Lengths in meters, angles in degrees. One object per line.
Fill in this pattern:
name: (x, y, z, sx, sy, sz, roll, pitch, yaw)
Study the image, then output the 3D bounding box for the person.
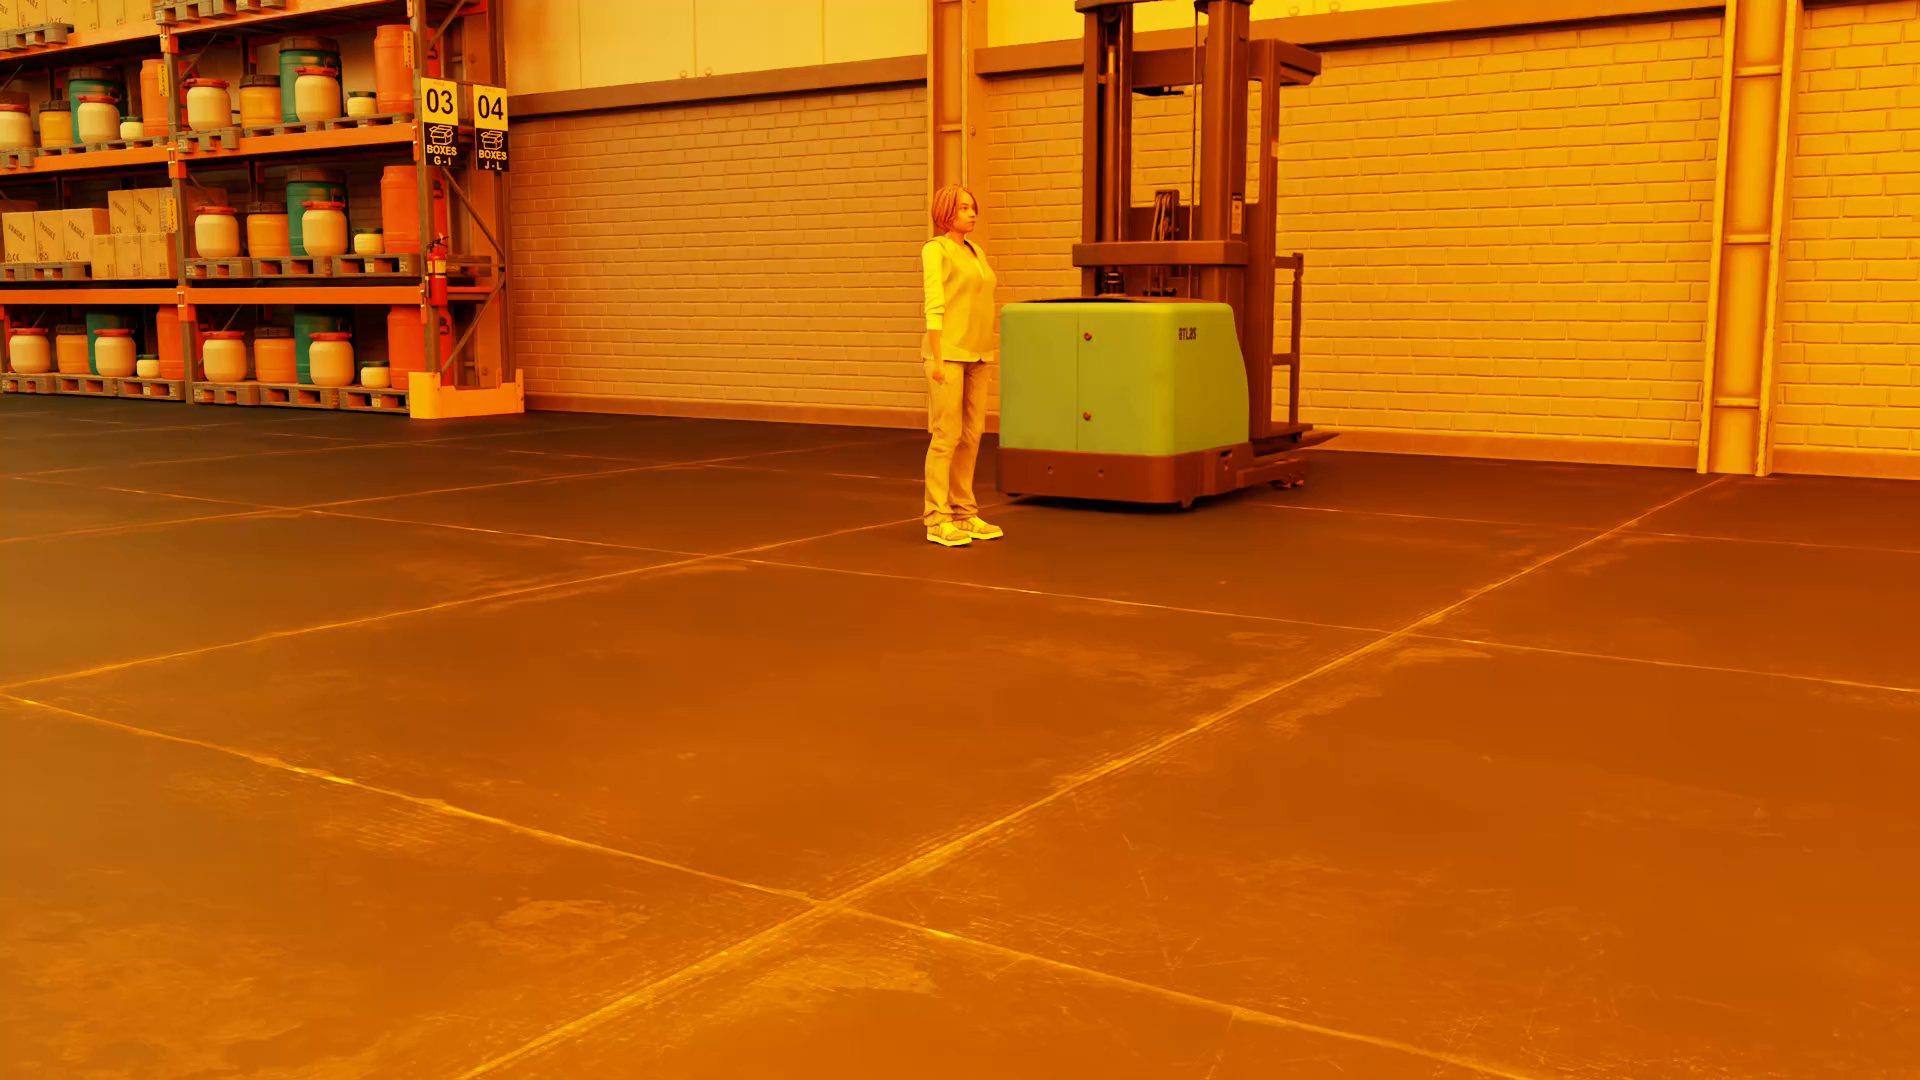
person: (0.001, -0.791, 7.490, 0.326, 1.601, 0.402, 5, 10, 34)

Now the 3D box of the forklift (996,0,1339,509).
forklift: (1.408, -1.778, 9.693, 1.130, 2.935, 3.031, 5, 10, 32)
